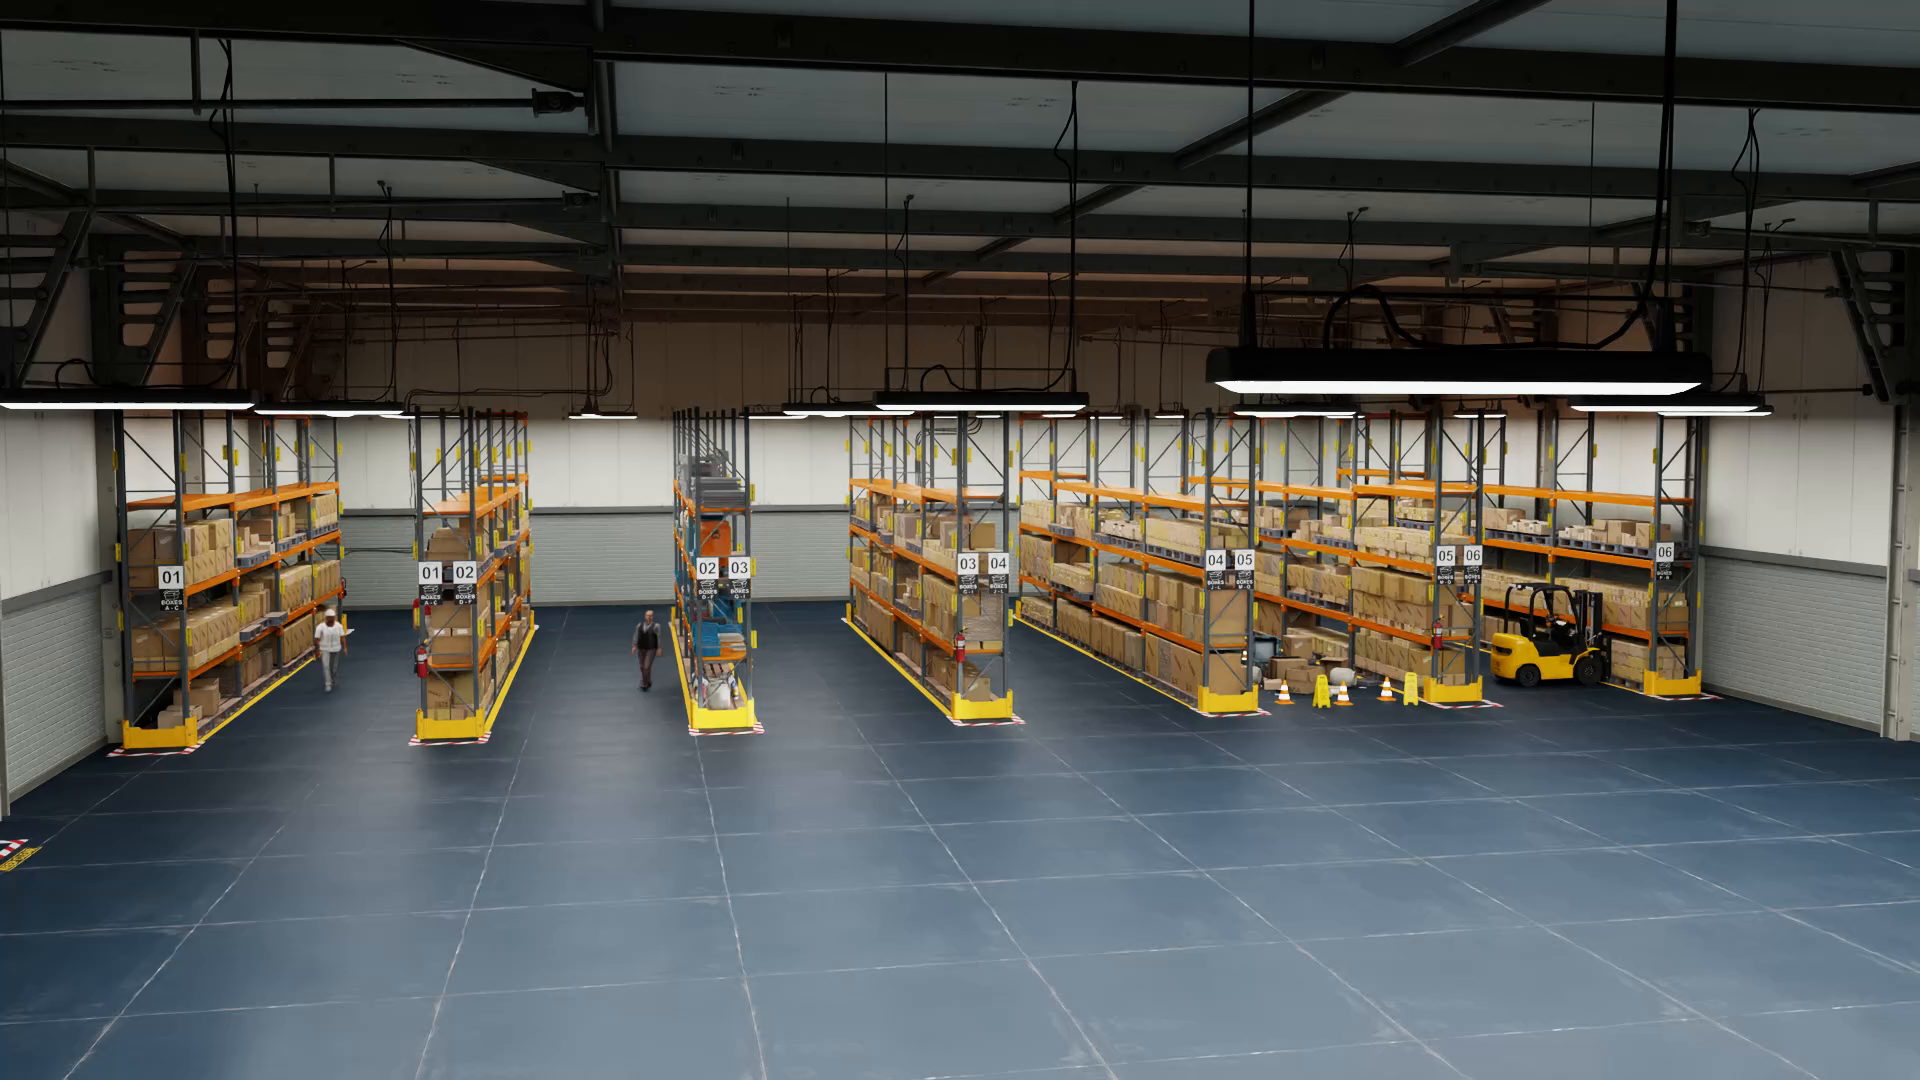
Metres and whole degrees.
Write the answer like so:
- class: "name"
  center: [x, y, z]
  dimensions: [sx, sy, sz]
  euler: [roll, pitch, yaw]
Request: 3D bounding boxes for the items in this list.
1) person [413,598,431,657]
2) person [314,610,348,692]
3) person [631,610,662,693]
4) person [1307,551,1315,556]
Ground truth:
- class: "person"
  center: [-12.952, 2.009, 40.192]
  dimensions: [0.576, 1.723, 0.533]
  euler: [1, 4, 12]
- class: "person"
  center: [-13.397, 2.325, 35.409]
  dimensions: [0.651, 1.694, 1.113]
  euler: [-2, 5, -27]
- class: "person"
  center: [-6.676, 2.390, 35.371]
  dimensions: [0.590, 1.792, 0.591]
  euler: [1, 4, 19]
- class: "person"
  center: [10.931, 1.188, 51.578]
  dimensions: [0.955, 1.736, 0.554]
  euler: [-1, 4, -15]
